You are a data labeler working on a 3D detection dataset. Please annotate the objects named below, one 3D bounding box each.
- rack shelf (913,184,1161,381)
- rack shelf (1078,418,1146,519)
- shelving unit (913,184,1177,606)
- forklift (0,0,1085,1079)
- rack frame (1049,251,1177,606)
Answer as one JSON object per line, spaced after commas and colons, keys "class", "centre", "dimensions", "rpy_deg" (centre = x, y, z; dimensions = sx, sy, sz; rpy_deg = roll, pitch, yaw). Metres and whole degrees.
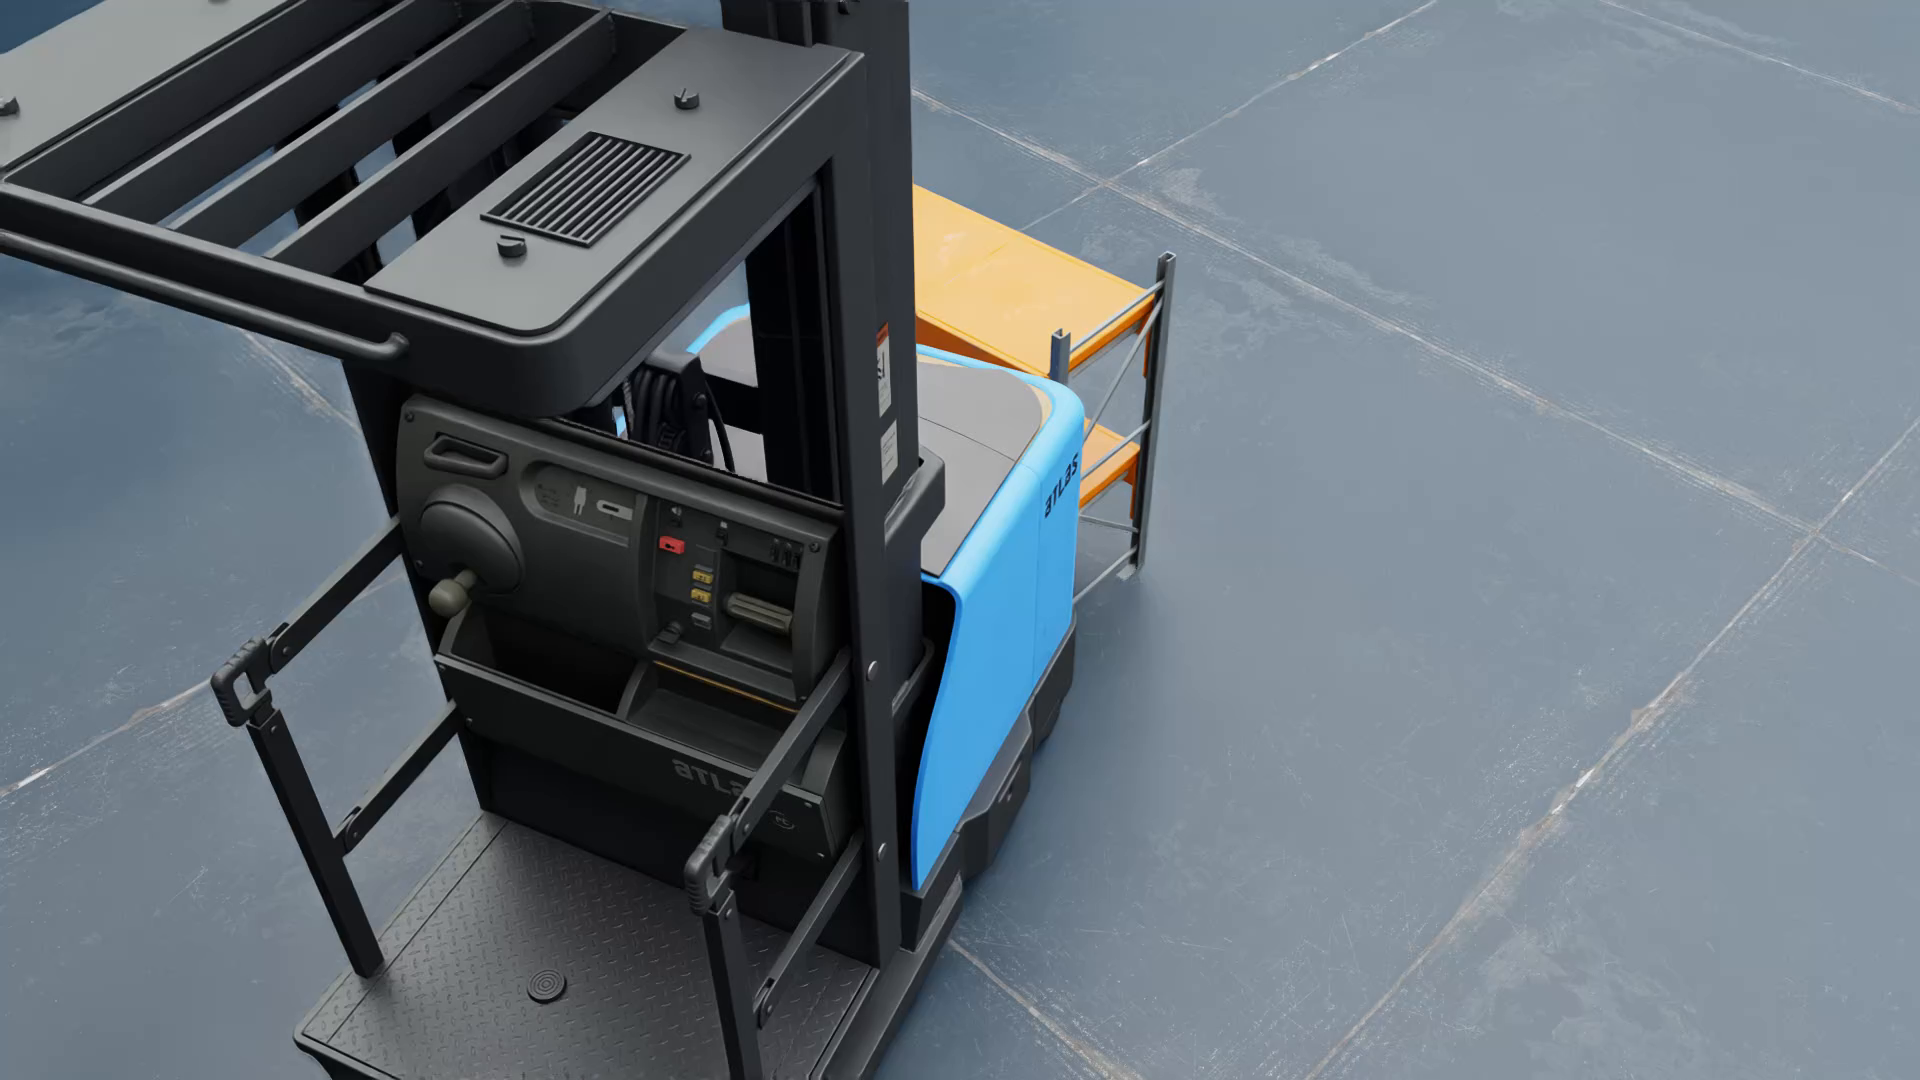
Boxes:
{"class": "rack shelf", "centre": [0.016, -0.662, 4.706], "dimensions": [1.000, 0.278, 0.538], "rpy_deg": [30, 51, 29]}
{"class": "rack shelf", "centre": [0.016, -0.267, 5.070], "dimensions": [1.000, 0.278, 0.538], "rpy_deg": [30, 51, 29]}
{"class": "shelving unit", "centre": [0.016, -0.447, 4.905], "dimensions": [1.048, 1.125, 0.538], "rpy_deg": [30, 51, 29]}
{"class": "forklift", "centre": [-0.752, 0.112, 2.969], "dimensions": [1.130, 2.935, 3.031], "rpy_deg": [17, 45, 18]}
{"class": "rack frame", "centre": [0.401, -0.222, 4.661], "dimensions": [0.032, 1.125, 0.500], "rpy_deg": [30, 51, 29]}
